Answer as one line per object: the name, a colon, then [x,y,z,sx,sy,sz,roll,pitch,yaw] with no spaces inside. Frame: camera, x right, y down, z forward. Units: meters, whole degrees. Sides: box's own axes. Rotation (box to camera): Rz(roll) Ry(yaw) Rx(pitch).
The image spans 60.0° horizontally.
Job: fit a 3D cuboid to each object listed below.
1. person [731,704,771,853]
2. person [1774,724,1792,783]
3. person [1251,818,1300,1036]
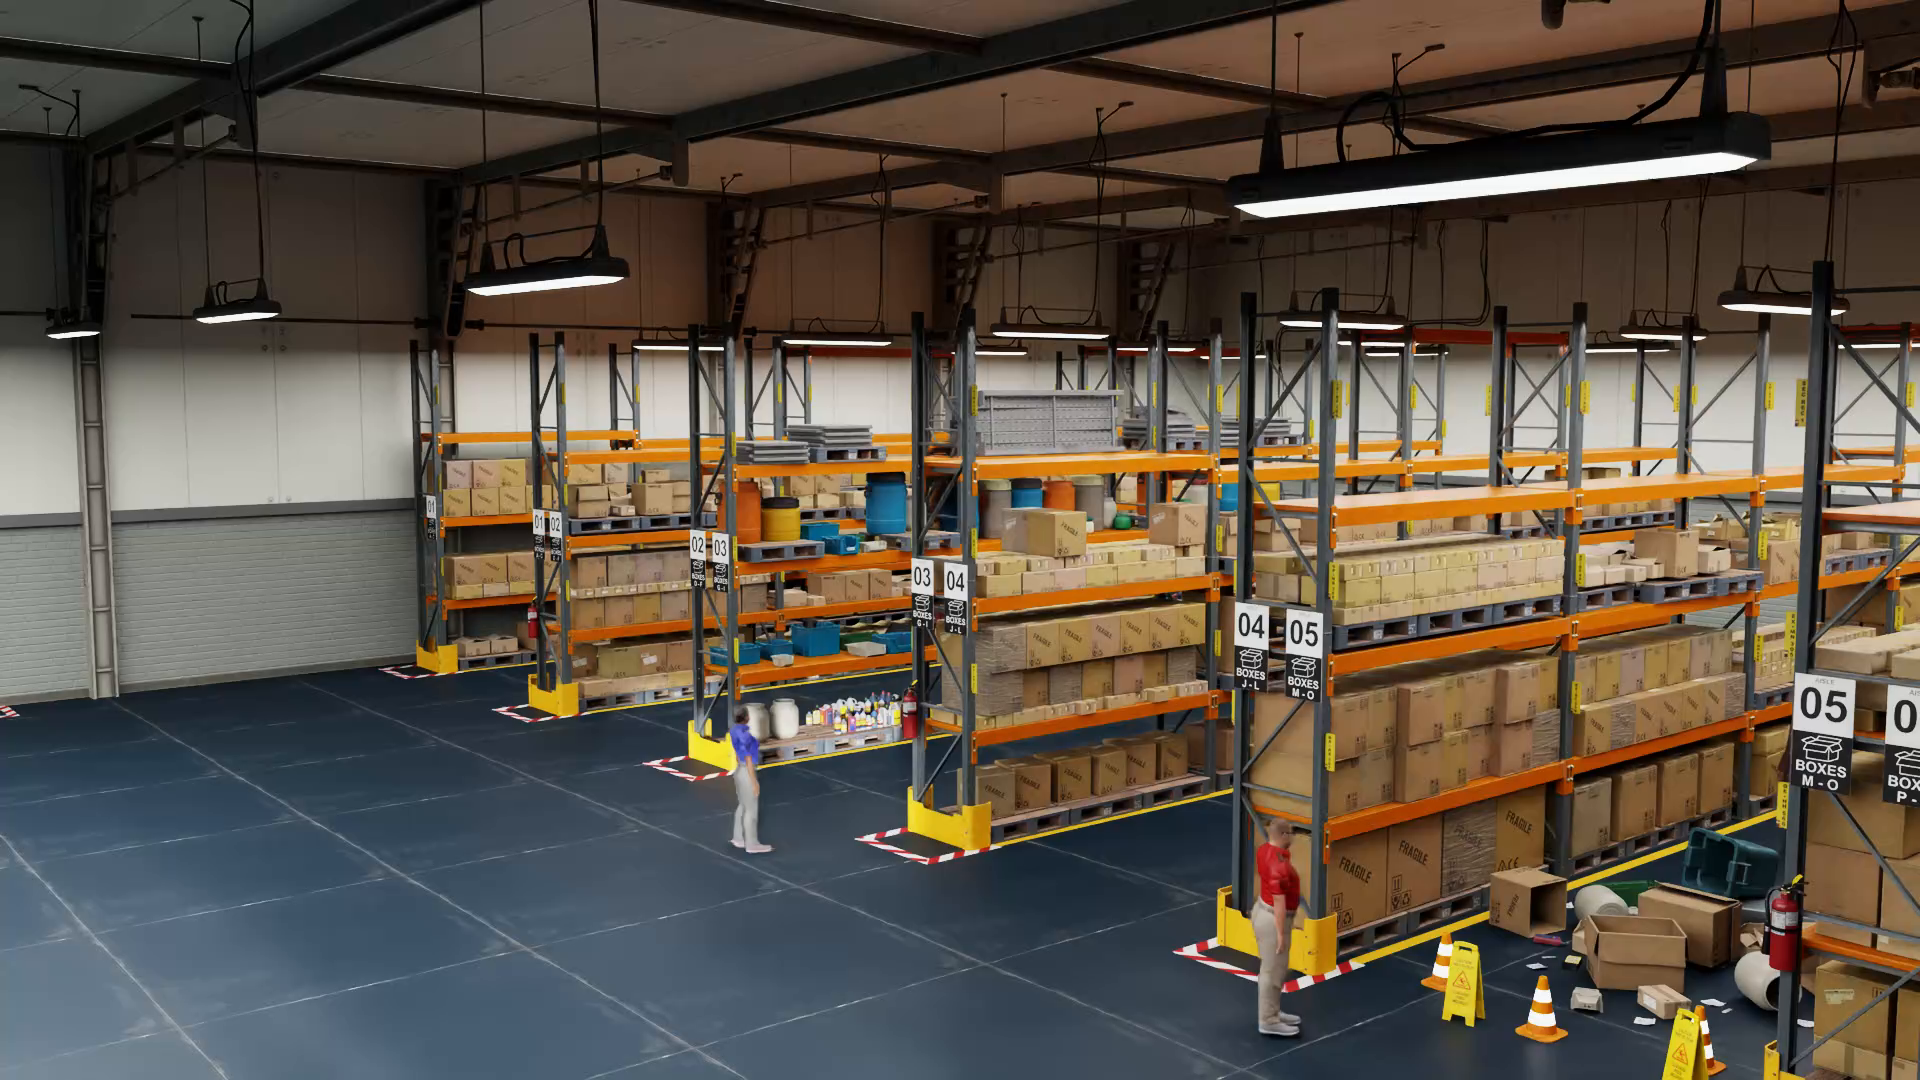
person: [-2.324,2.662,18.510,0.433,1.707,0.485,-1,5,-5]
person: [9.389,2.578,18.482,0.661,1.791,0.495,0,5,3]
person: [2.540,3.068,13.272,0.404,1.739,0.552,0,5,3]
